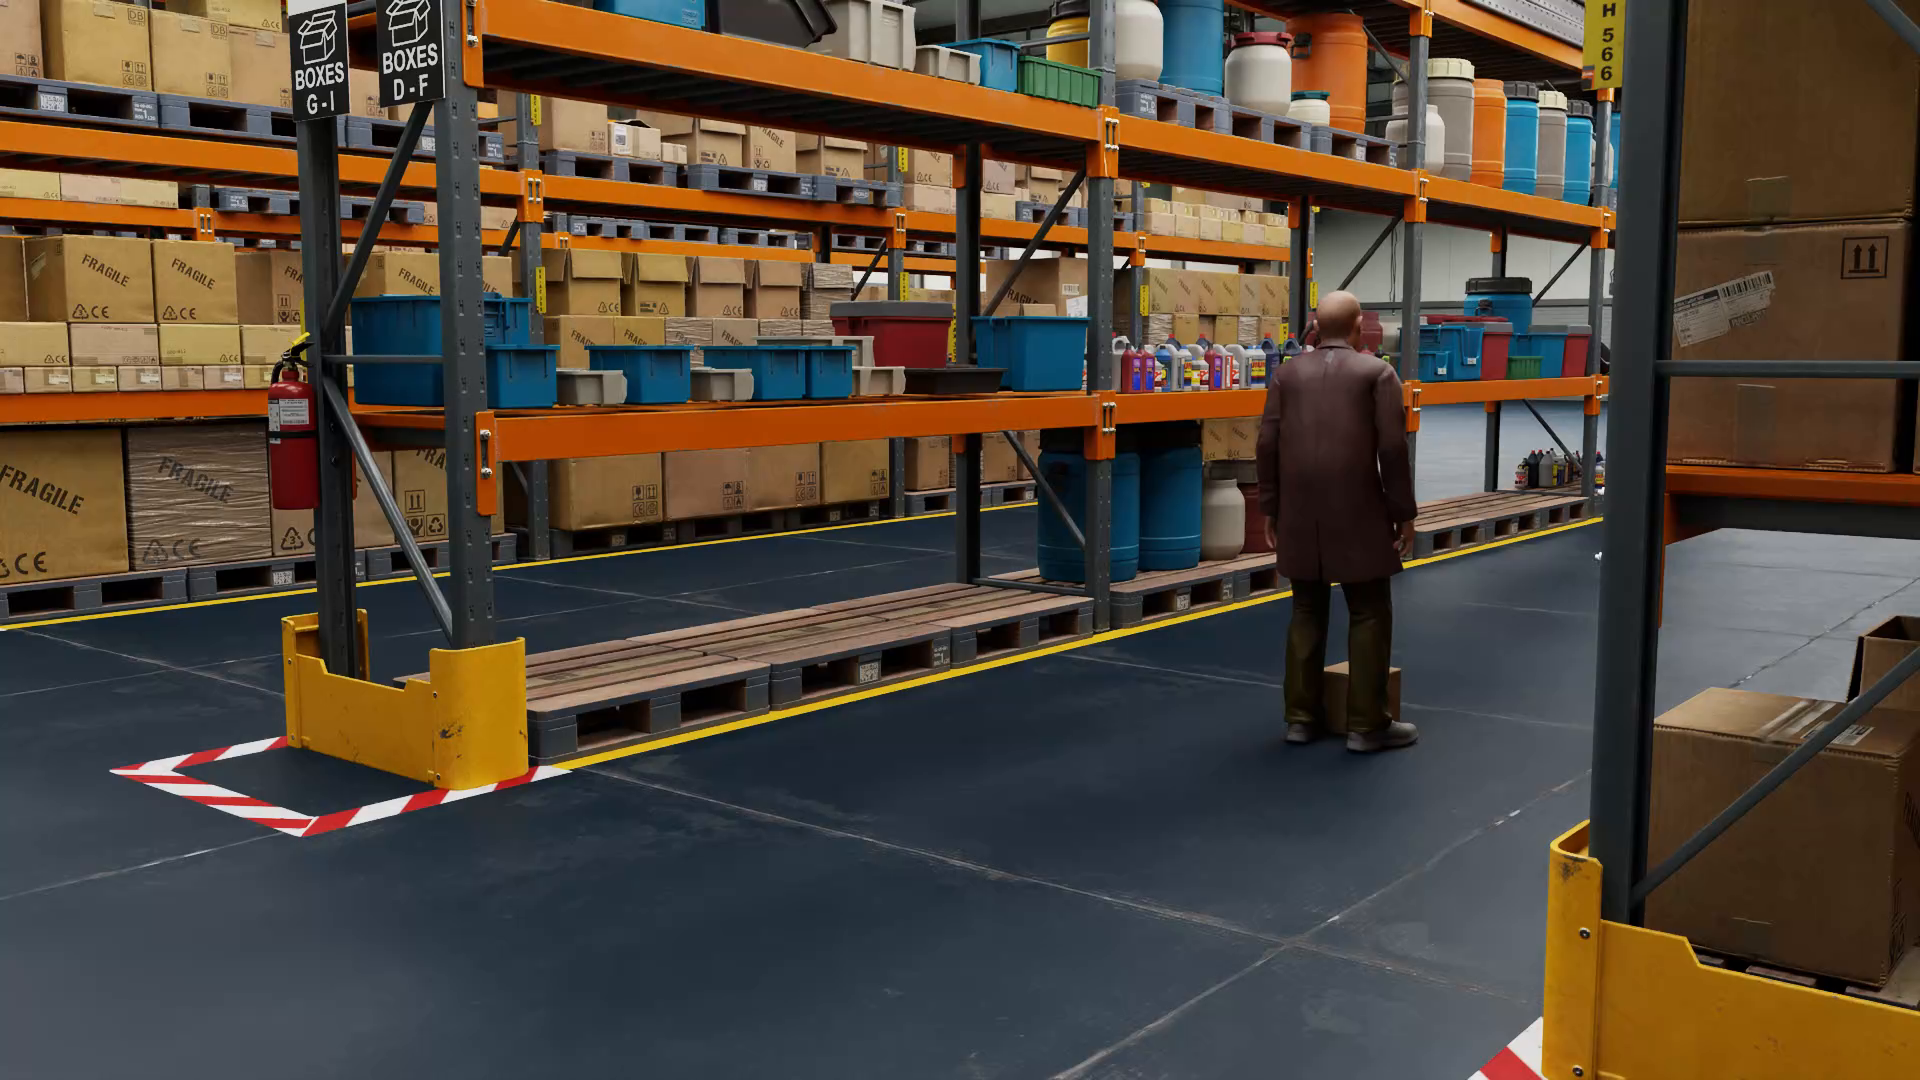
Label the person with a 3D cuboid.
[{"bbox_3d":[1.471,-0.085,6.528,0.654,1.774,0.421,5,8,35],"label":"person"}]
